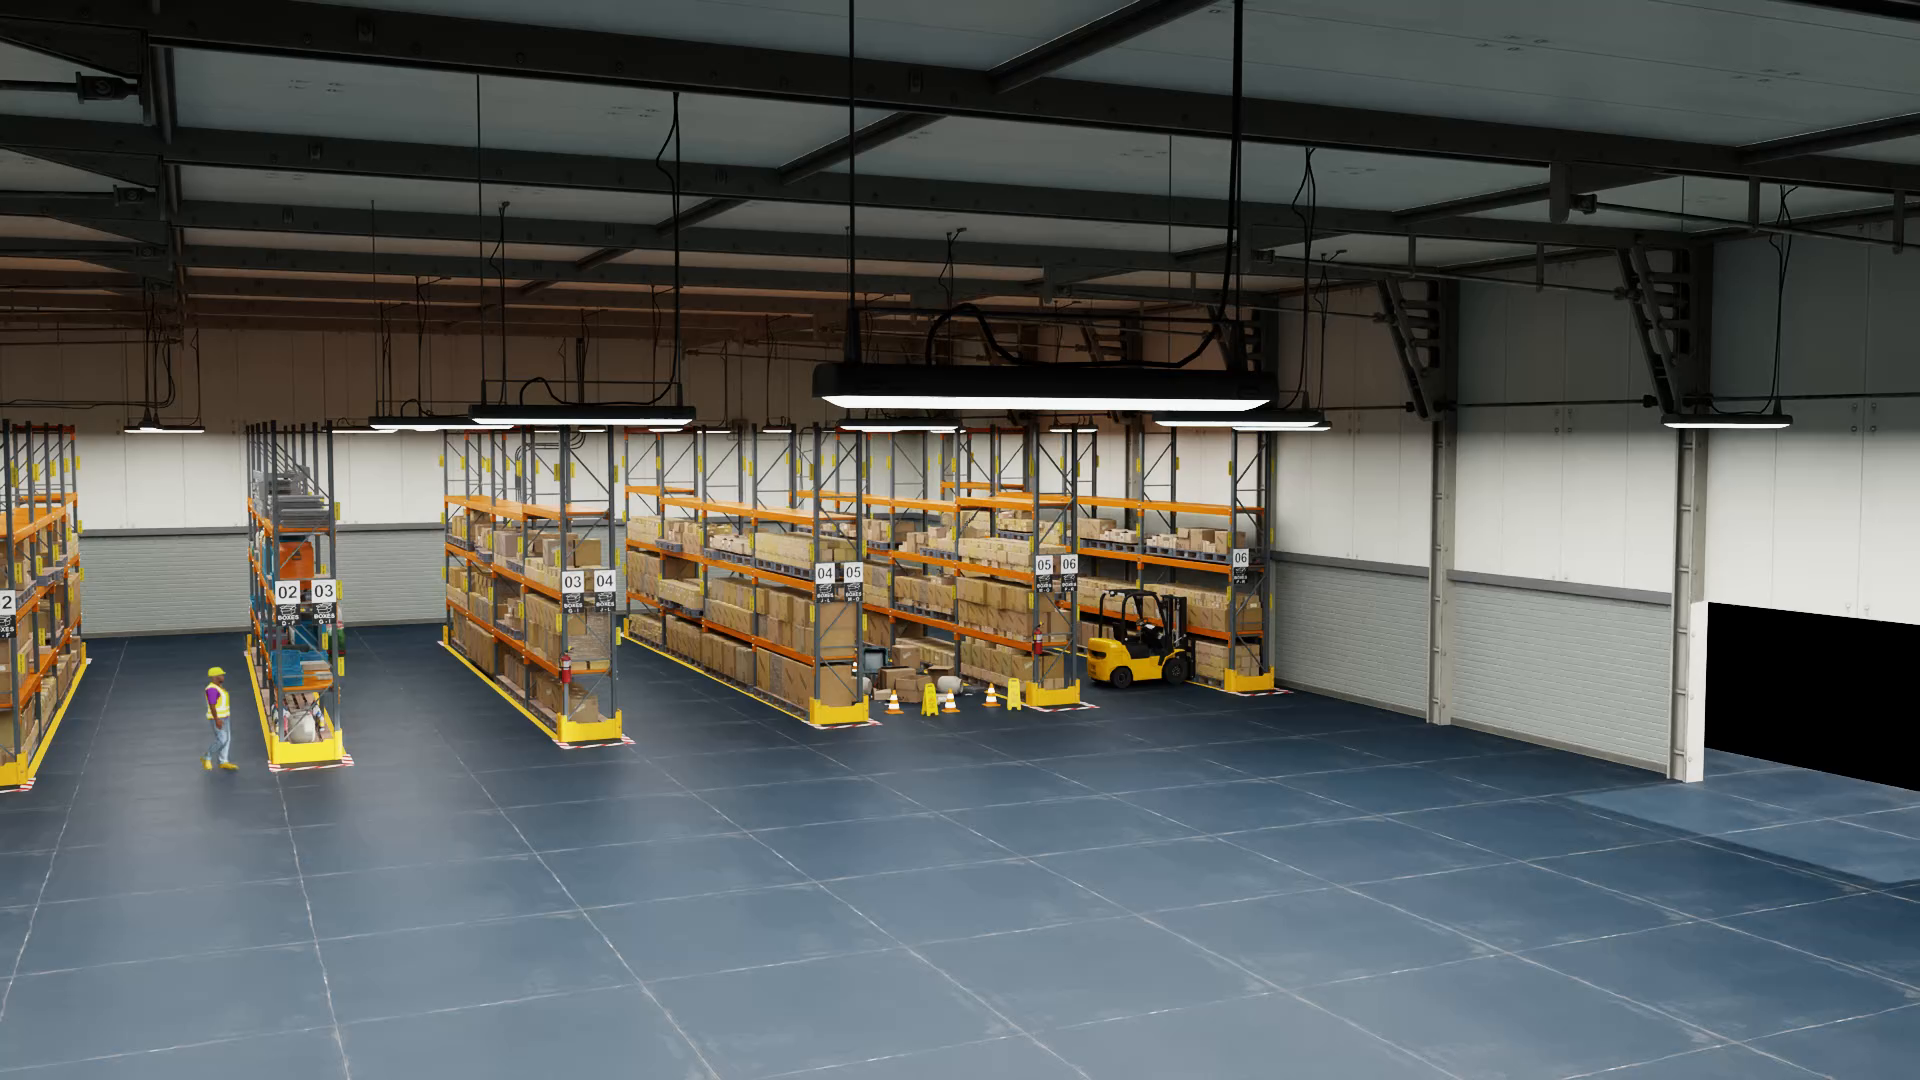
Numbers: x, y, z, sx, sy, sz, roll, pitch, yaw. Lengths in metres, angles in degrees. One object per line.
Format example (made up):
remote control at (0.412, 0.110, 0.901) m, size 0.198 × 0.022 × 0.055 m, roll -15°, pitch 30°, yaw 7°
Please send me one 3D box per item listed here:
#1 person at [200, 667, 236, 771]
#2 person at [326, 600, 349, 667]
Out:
person at (-12.761, 3.063, 28.602) m, size 0.554 × 1.764 × 0.626 m, roll 0°, pitch 4°, yaw 1°
person at (-15.526, 2.236, 41.295) m, size 0.497 × 1.764 × 0.898 m, roll -2°, pitch 4°, yaw -33°
